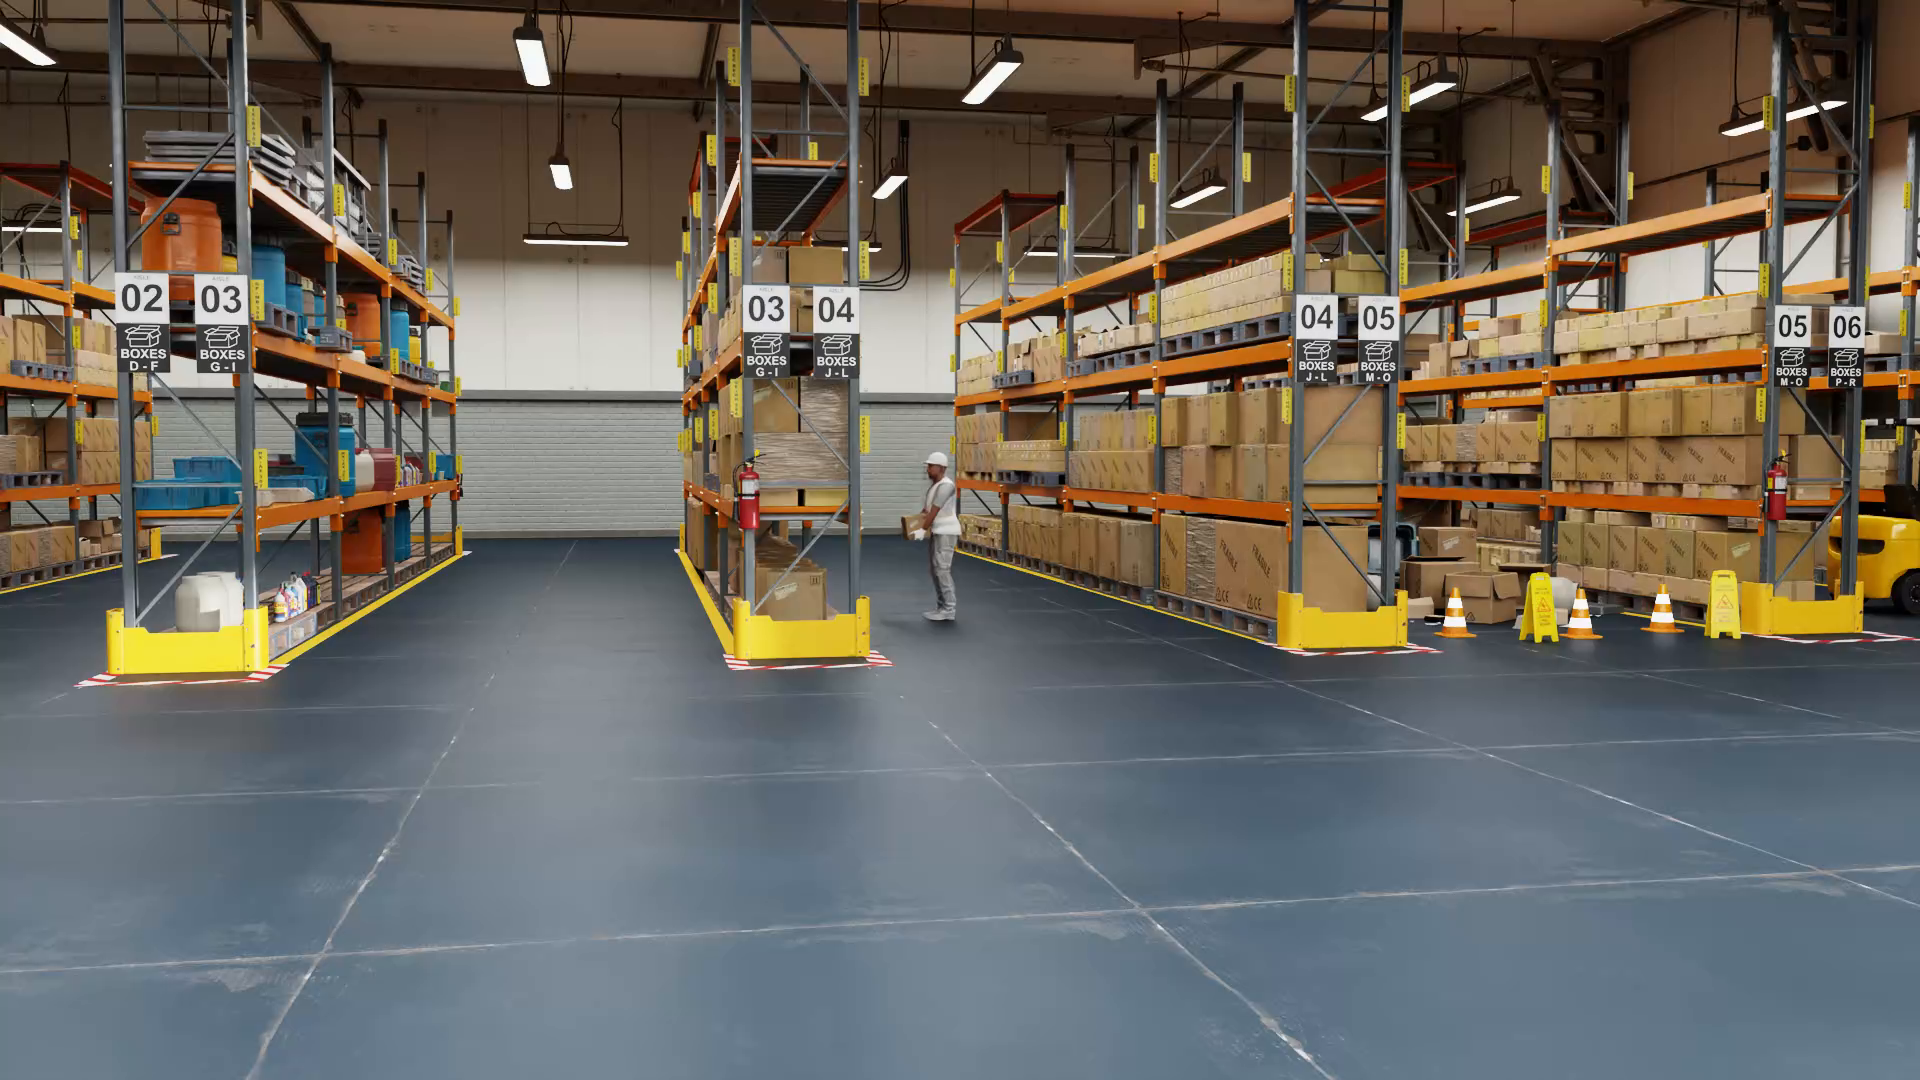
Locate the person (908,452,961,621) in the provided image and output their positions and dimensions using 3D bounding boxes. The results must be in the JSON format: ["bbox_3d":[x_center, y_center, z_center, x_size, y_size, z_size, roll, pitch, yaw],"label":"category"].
[{"bbox_3d":[-0.287,-0.041,17.675,0.588,1.778,0.491,-1,3,-12],"label":"person"}]
